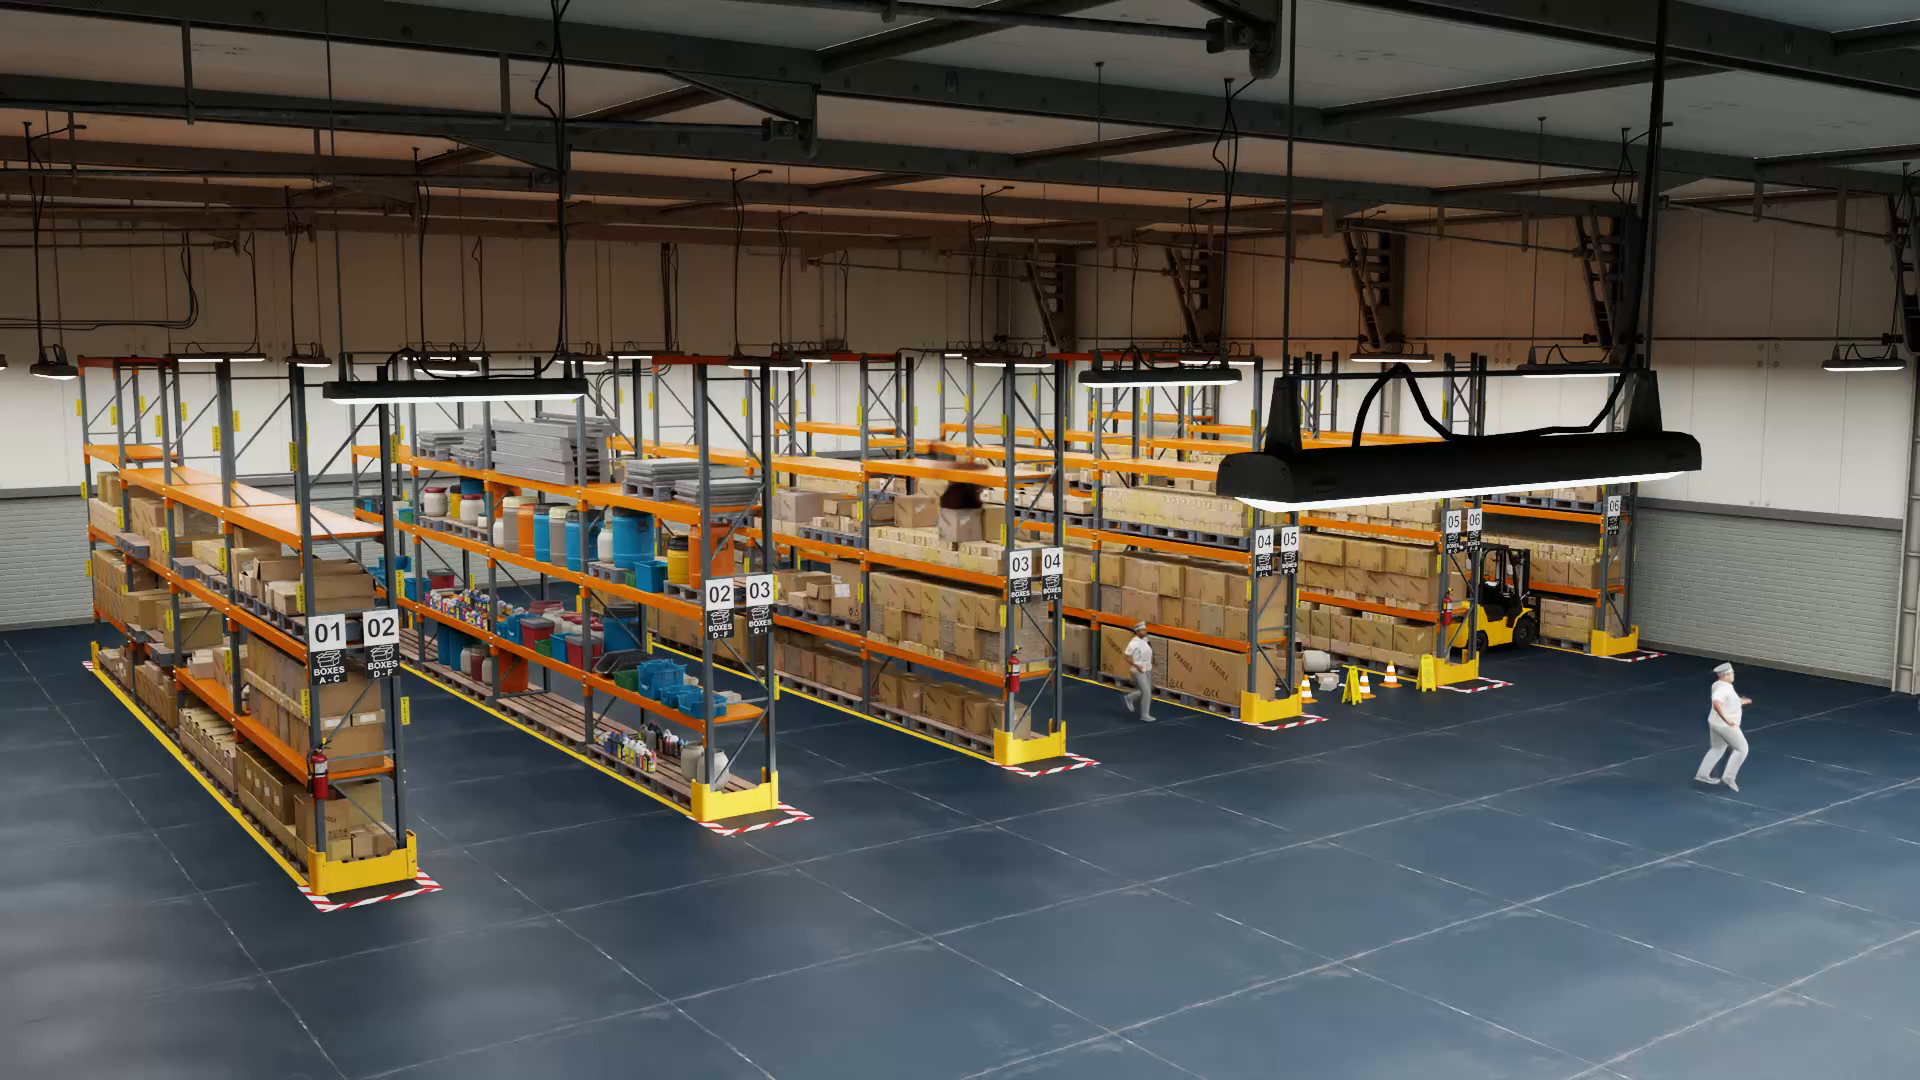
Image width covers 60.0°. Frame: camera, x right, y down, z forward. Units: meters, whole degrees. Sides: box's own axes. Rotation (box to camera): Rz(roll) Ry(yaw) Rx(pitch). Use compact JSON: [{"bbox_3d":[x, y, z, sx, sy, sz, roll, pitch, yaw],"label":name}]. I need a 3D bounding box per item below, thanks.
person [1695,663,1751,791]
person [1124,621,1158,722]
[{"bbox_3d":[10.777,2.636,23.397,0.725,1.839,0.637,0,7,2],"label":"person"},{"bbox_3d":[2.978,2.163,27.625,0.681,1.654,0.580,6,9,42],"label":"person"}]
